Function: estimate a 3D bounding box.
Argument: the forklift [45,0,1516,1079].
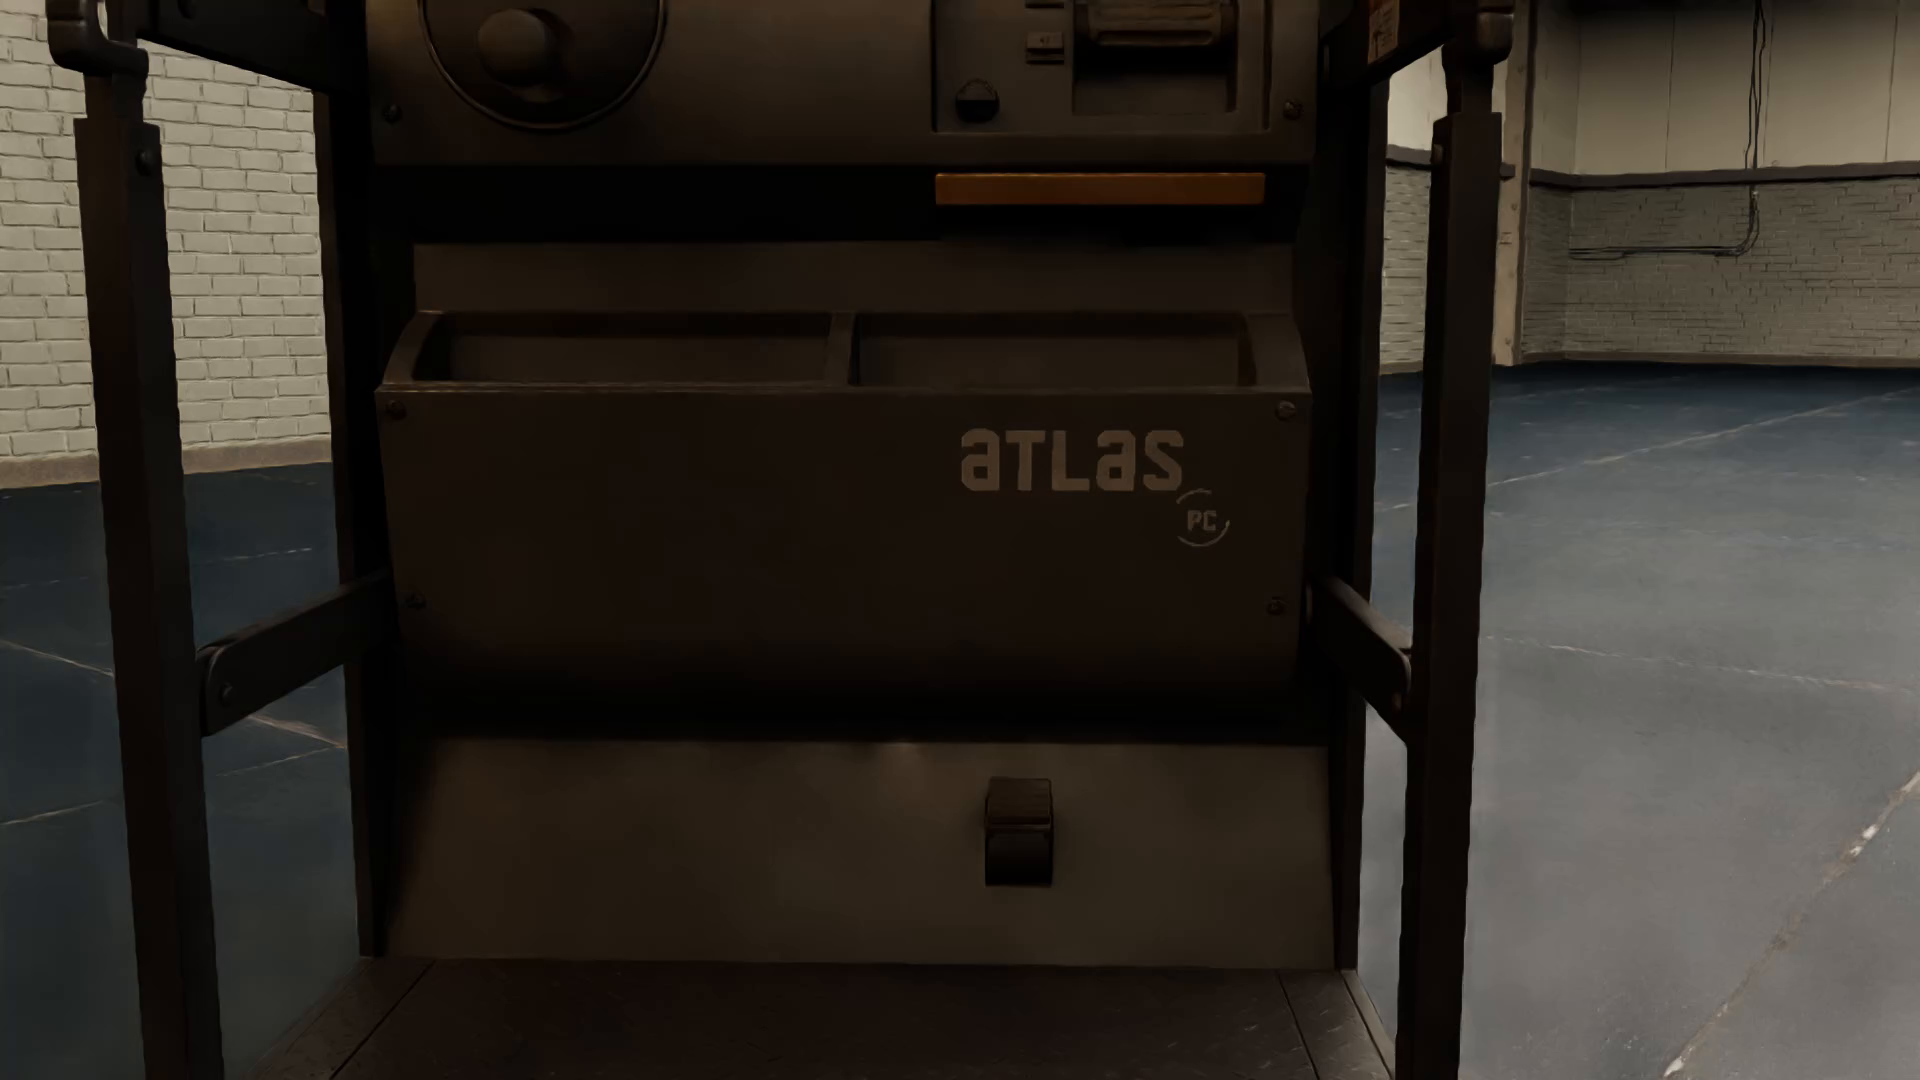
[{"bbox_3d":[-0.121,-0.608,1.436,1.130,2.935,3.031,0,8,2],"label":"forklift"}]
